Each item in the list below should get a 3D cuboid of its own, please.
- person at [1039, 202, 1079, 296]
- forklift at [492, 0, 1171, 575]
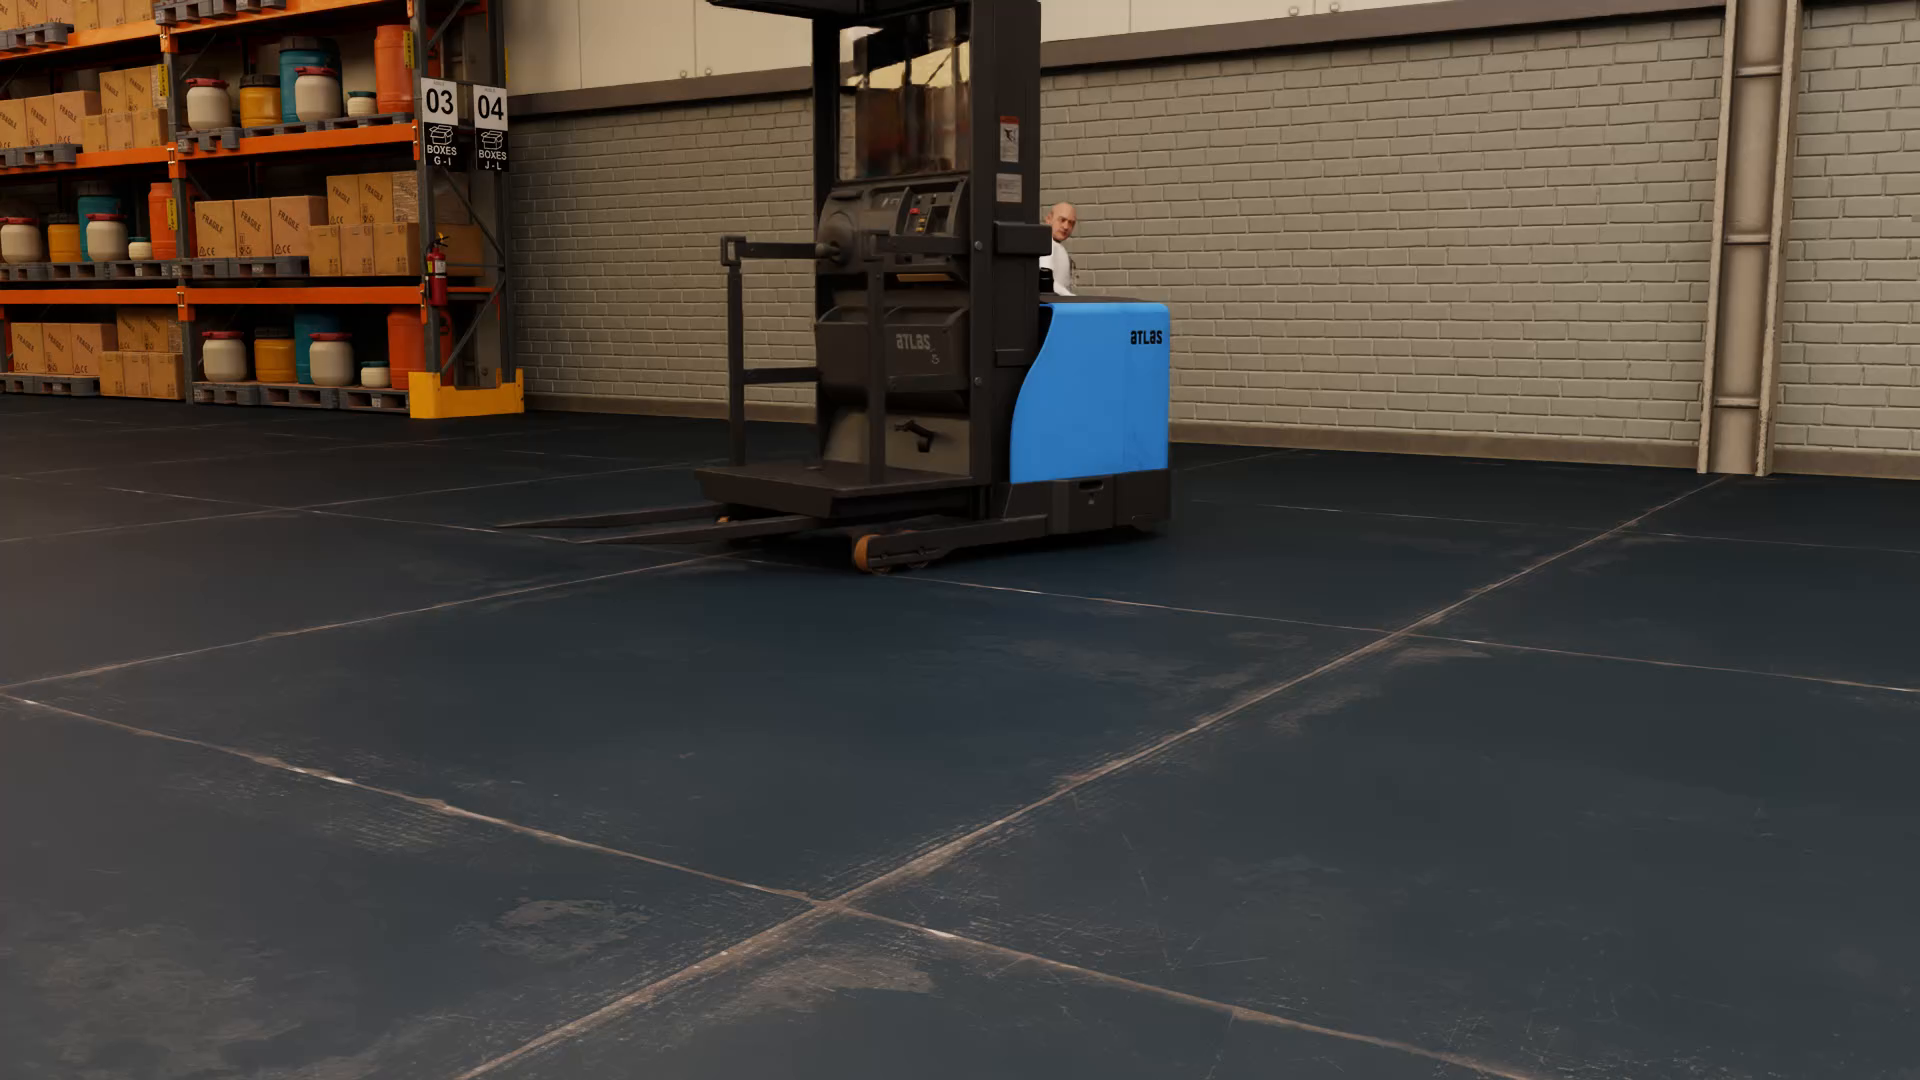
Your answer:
[{"bbox_3d":[0.663,-1.306,10.762,0.546,1.730,0.817,0,8,-3],"label":"person"},{"bbox_3d":[-0.457,-1.394,6.997,3.031,2.935,1.130,-7,11,-41],"label":"forklift"}]
